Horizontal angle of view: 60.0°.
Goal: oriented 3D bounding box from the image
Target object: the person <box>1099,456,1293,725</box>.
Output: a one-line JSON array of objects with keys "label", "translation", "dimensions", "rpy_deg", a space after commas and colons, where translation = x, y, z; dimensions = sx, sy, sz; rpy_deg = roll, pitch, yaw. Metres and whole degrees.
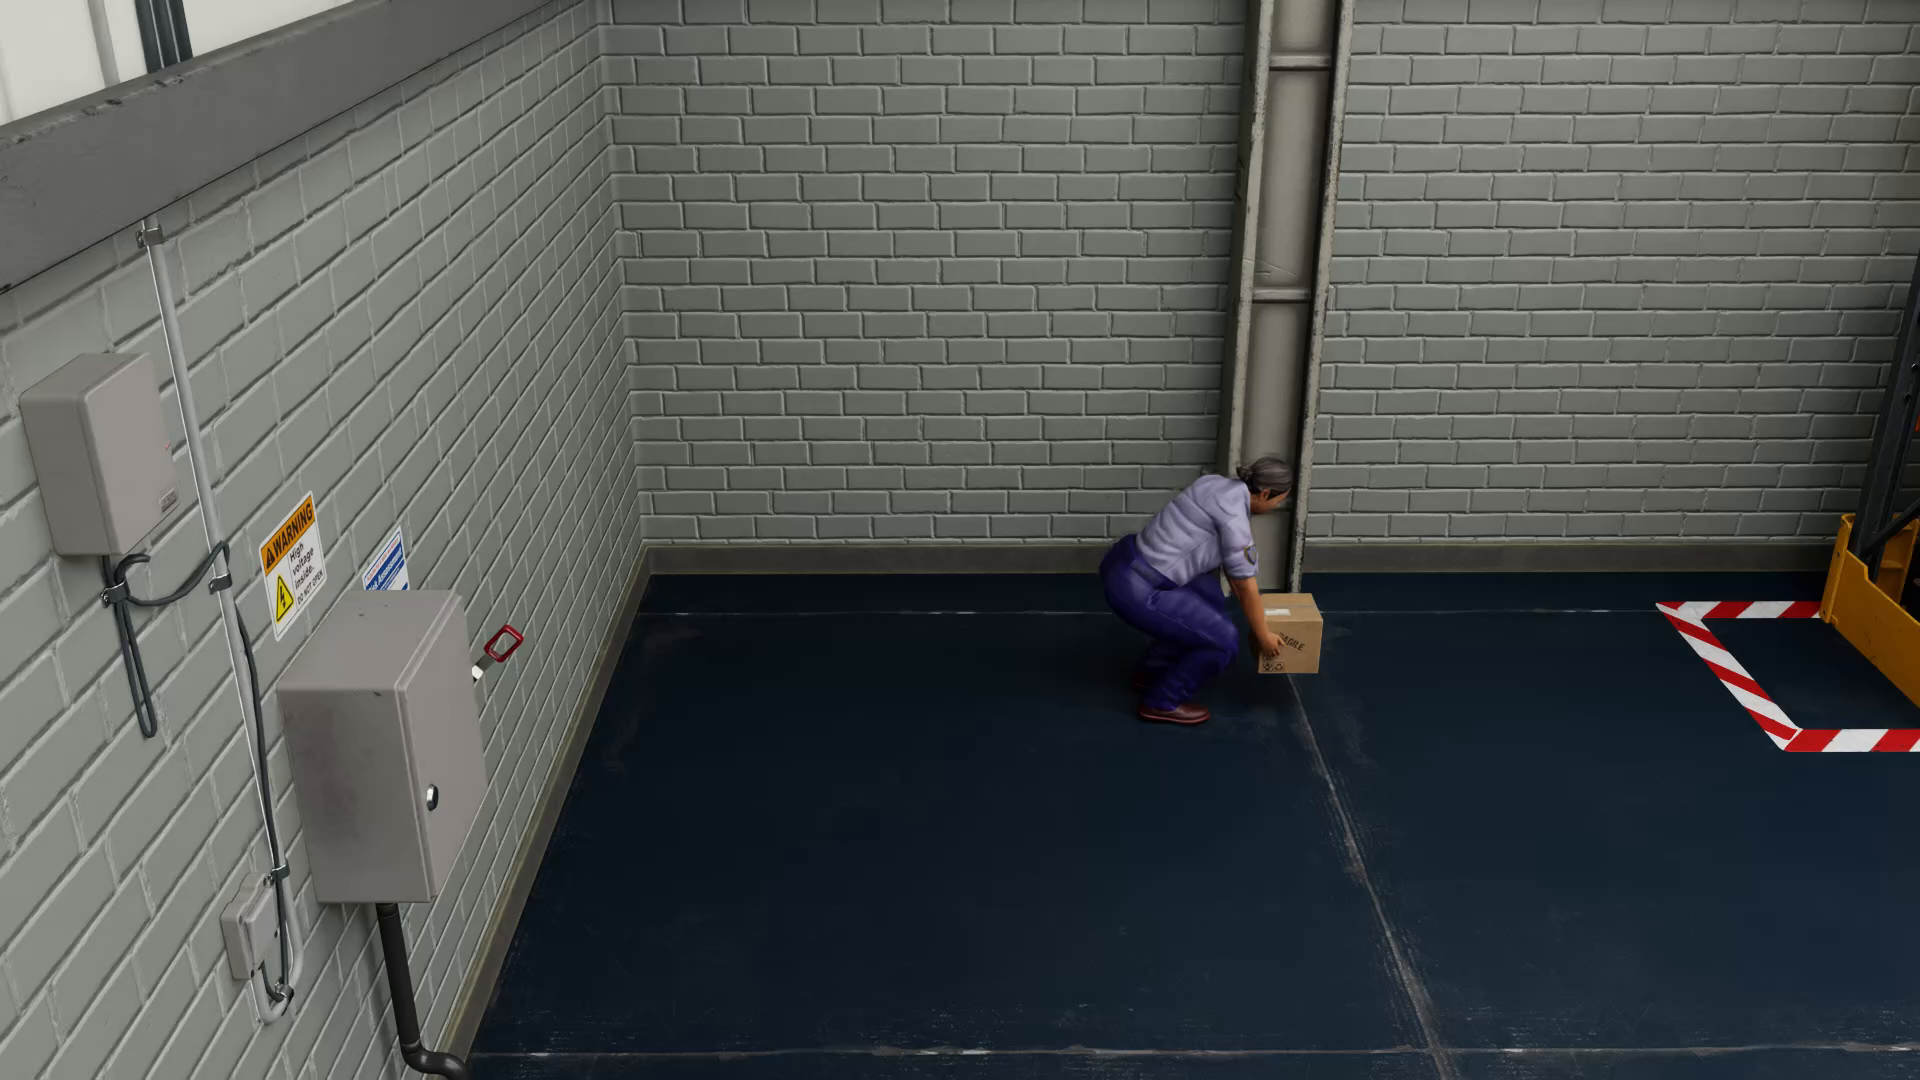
[{"label": "person", "translation": [0.963, 0.187, 6.897], "dimensions": [0.769, 1.087, 0.536], "rpy_deg": [0, 24, -1]}]
